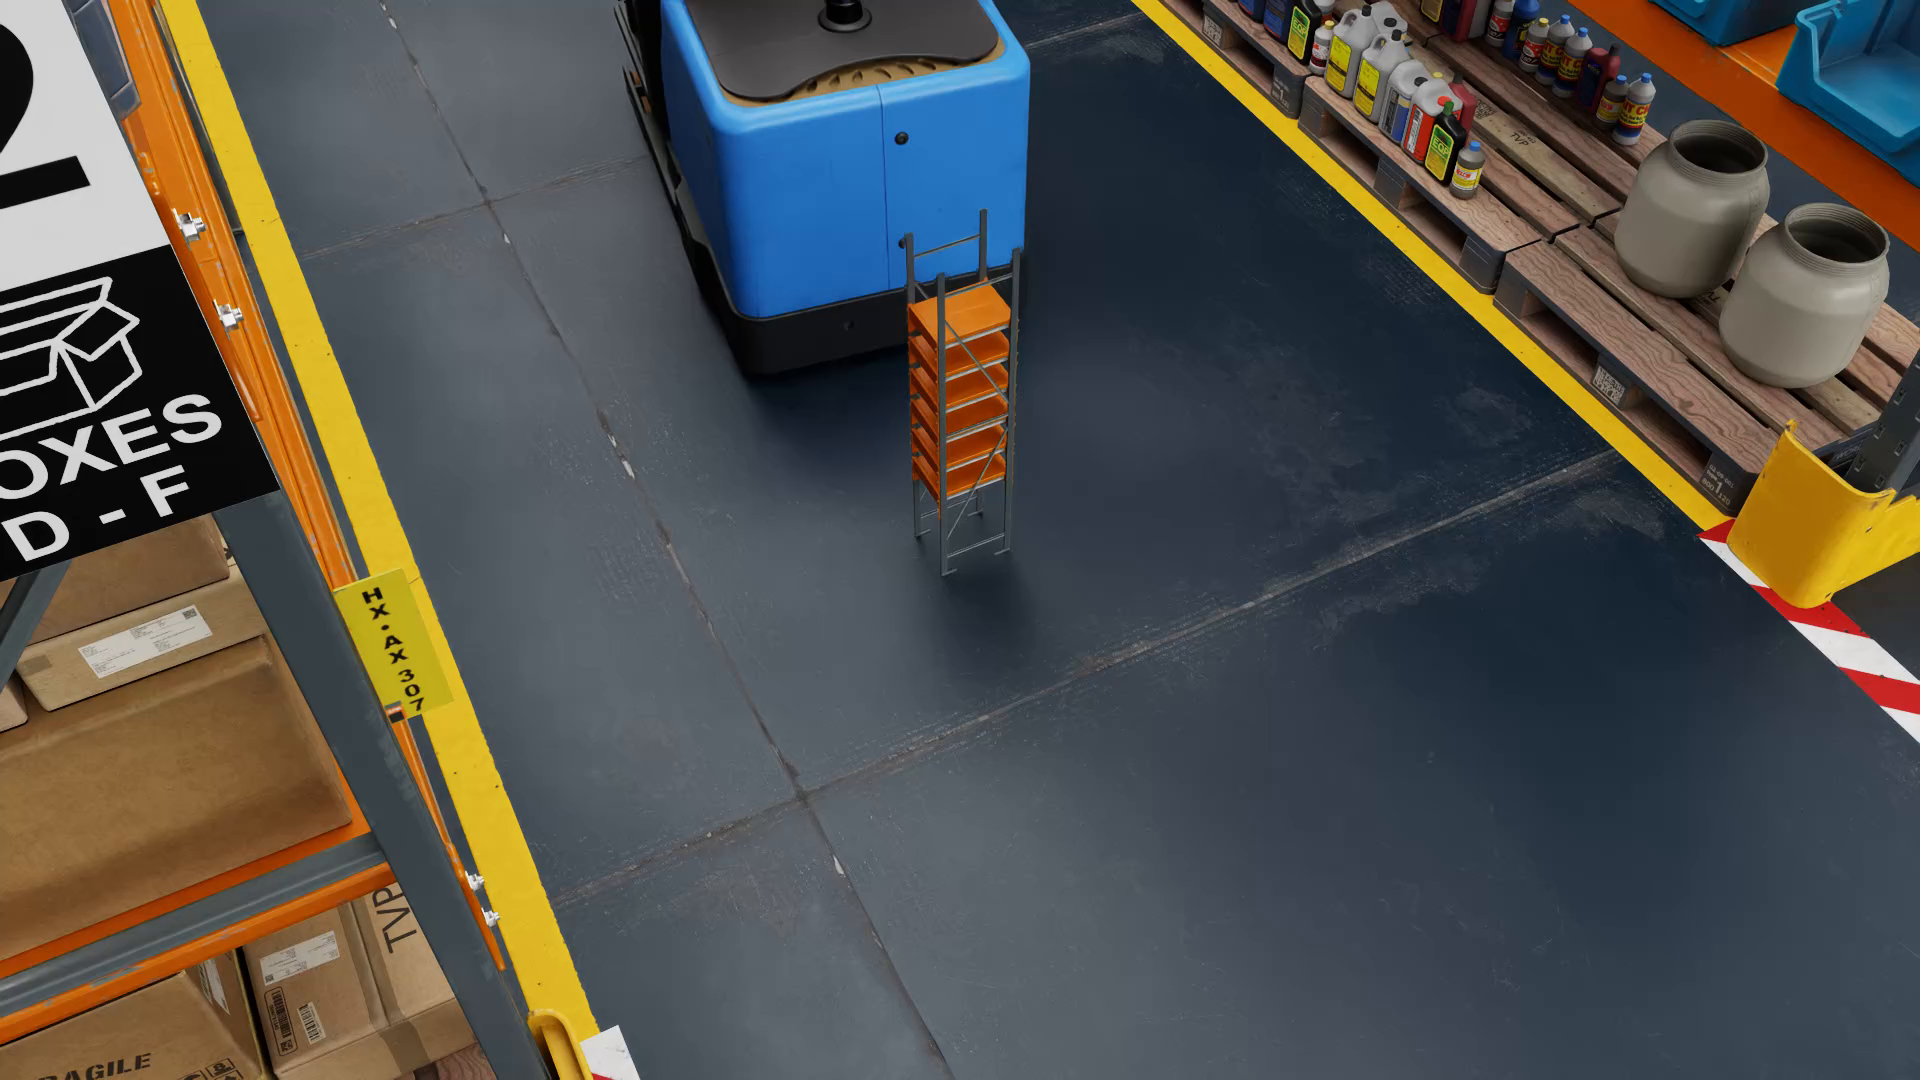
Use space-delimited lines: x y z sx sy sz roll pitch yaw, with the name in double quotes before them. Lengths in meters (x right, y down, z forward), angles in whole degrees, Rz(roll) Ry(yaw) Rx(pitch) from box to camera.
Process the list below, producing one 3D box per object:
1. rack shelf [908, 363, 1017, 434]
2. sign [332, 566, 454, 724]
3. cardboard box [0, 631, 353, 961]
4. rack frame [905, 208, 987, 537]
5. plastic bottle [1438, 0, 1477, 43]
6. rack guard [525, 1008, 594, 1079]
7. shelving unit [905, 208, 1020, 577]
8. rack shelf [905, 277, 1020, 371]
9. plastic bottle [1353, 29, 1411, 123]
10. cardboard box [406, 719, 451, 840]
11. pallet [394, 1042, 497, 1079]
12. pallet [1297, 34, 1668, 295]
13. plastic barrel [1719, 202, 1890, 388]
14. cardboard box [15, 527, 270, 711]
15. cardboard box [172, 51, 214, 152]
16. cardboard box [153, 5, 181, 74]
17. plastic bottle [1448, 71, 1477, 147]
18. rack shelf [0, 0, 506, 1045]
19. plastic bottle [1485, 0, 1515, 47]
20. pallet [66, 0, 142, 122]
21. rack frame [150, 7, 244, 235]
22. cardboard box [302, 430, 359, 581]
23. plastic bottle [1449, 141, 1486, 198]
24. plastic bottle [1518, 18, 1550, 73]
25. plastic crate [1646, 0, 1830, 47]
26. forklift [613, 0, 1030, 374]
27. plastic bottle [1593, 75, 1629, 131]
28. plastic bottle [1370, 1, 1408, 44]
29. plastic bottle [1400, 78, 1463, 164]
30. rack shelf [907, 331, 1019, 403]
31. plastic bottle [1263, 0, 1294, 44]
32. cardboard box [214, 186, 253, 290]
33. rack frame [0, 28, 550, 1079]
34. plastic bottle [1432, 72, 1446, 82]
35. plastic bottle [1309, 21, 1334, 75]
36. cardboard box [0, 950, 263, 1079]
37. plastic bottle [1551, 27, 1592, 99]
"rack shelf" 0.007 -0.435 4.733 0.258 0.103 0.180 -21 52 -18
"sign" -0.843 0.162 2.487 0.100 0.325 0.005 -21 52 -18
"cardboard box" -1.542 0.311 2.919 0.700 0.500 0.500 -21 52 -18
"rack frame" -0.035 -0.447 4.843 0.240 1.200 0.006 -21 52 -18
"plastic bottle" 1.999 -2.147 6.648 0.061 0.283 0.133 -21 52 -18
"rack guard" -1.328 1.500 3.606 1.175 0.500 0.348 -21 52 -18
"shelving unit" 0.007 -0.385 4.790 0.258 1.200 0.189 -21 52 -18
"rack shelf" 0.007 -0.593 4.552 0.258 0.103 0.180 -21 52 -18
"plastic bottle" 1.603 -1.774 6.277 0.144 0.351 0.185 -19 52 -16
"cardboard box" -1.619 0.659 4.229 0.500 0.250 0.500 -21 52 -18
"pallet" -1.726 1.081 4.164 1.003 0.211 1.213 -21 52 -18
"pallet" 2.069 -1.521 6.440 1.003 0.211 1.213 -21 52 -18
"plastic barrel" 2.698 -0.776 5.310 0.421 0.512 0.421 0 49 0
"cardboard box" -1.327 0.077 2.692 0.380 0.149 0.250 -22 52 -18
"cardboard box" -3.134 -1.605 6.209 0.500 0.250 0.500 -22 52 -18
"cardboard box" -3.137 -1.797 6.004 0.500 0.311 0.500 -21 52 -17
"plastic bottle" 1.840 -1.587 6.158 0.061 0.283 0.133 -21 52 -18
"rack shelf" -2.255 -0.441 4.121 1.077 0.370 4.000 -21 52 -18
"plastic bottle" 2.172 -2.088 6.650 0.097 0.201 0.097 0 49 0
"pallet" -1.640 -0.780 2.005 1.003 0.211 1.213 -21 52 -18
"rack frame" -3.170 -2.017 5.021 1.000 3.000 0.127 -21 52 -18
"cardboard box" -2.072 -0.012 4.816 0.500 0.250 0.500 -21 52 -18
"plastic bottle" 1.837 -1.345 6.000 0.097 0.201 0.097 0 49 0
"plastic bottle" 2.266 -1.950 6.530 0.097 0.201 0.097 0 49 0
"plastic crate" 2.280 -1.663 4.810 0.499 0.251 0.408 -21 52 -18
"forklift" -0.722 -2.666 5.634 1.130 2.935 3.031 -14 50 -12
"plastic bottle" 2.467 -1.657 6.273 0.097 0.201 0.097 0 49 0
"plastic bottle" 1.638 -1.942 6.473 0.152 0.276 0.135 -21 52 -18
"plastic bottle" 1.746 -1.547 6.128 0.152 0.276 0.135 -21 52 -17
"rack shelf" 0.007 -0.514 4.643 0.258 0.103 0.180 -21 52 -18
"plastic bottle" 1.323 -2.183 6.634 0.144 0.351 0.185 -23 53 -19
"cardboard box" -2.763 -1.014 5.692 0.500 0.250 0.500 -21 52 -18
"rack frame" -1.339 0.661 2.679 1.000 3.000 0.127 -21 52 -18
"plastic bottle" 1.784 -1.671 6.286 0.097 0.201 0.097 0 49 0
"plastic bottle" 1.432 -1.937 6.518 0.097 0.201 0.097 0 49 0
"cardboard box" -1.849 0.924 3.498 0.500 0.500 0.500 -21 52 -18
"plastic bottle" 2.357 -1.840 6.387 0.097 0.271 0.097 0 49 0
